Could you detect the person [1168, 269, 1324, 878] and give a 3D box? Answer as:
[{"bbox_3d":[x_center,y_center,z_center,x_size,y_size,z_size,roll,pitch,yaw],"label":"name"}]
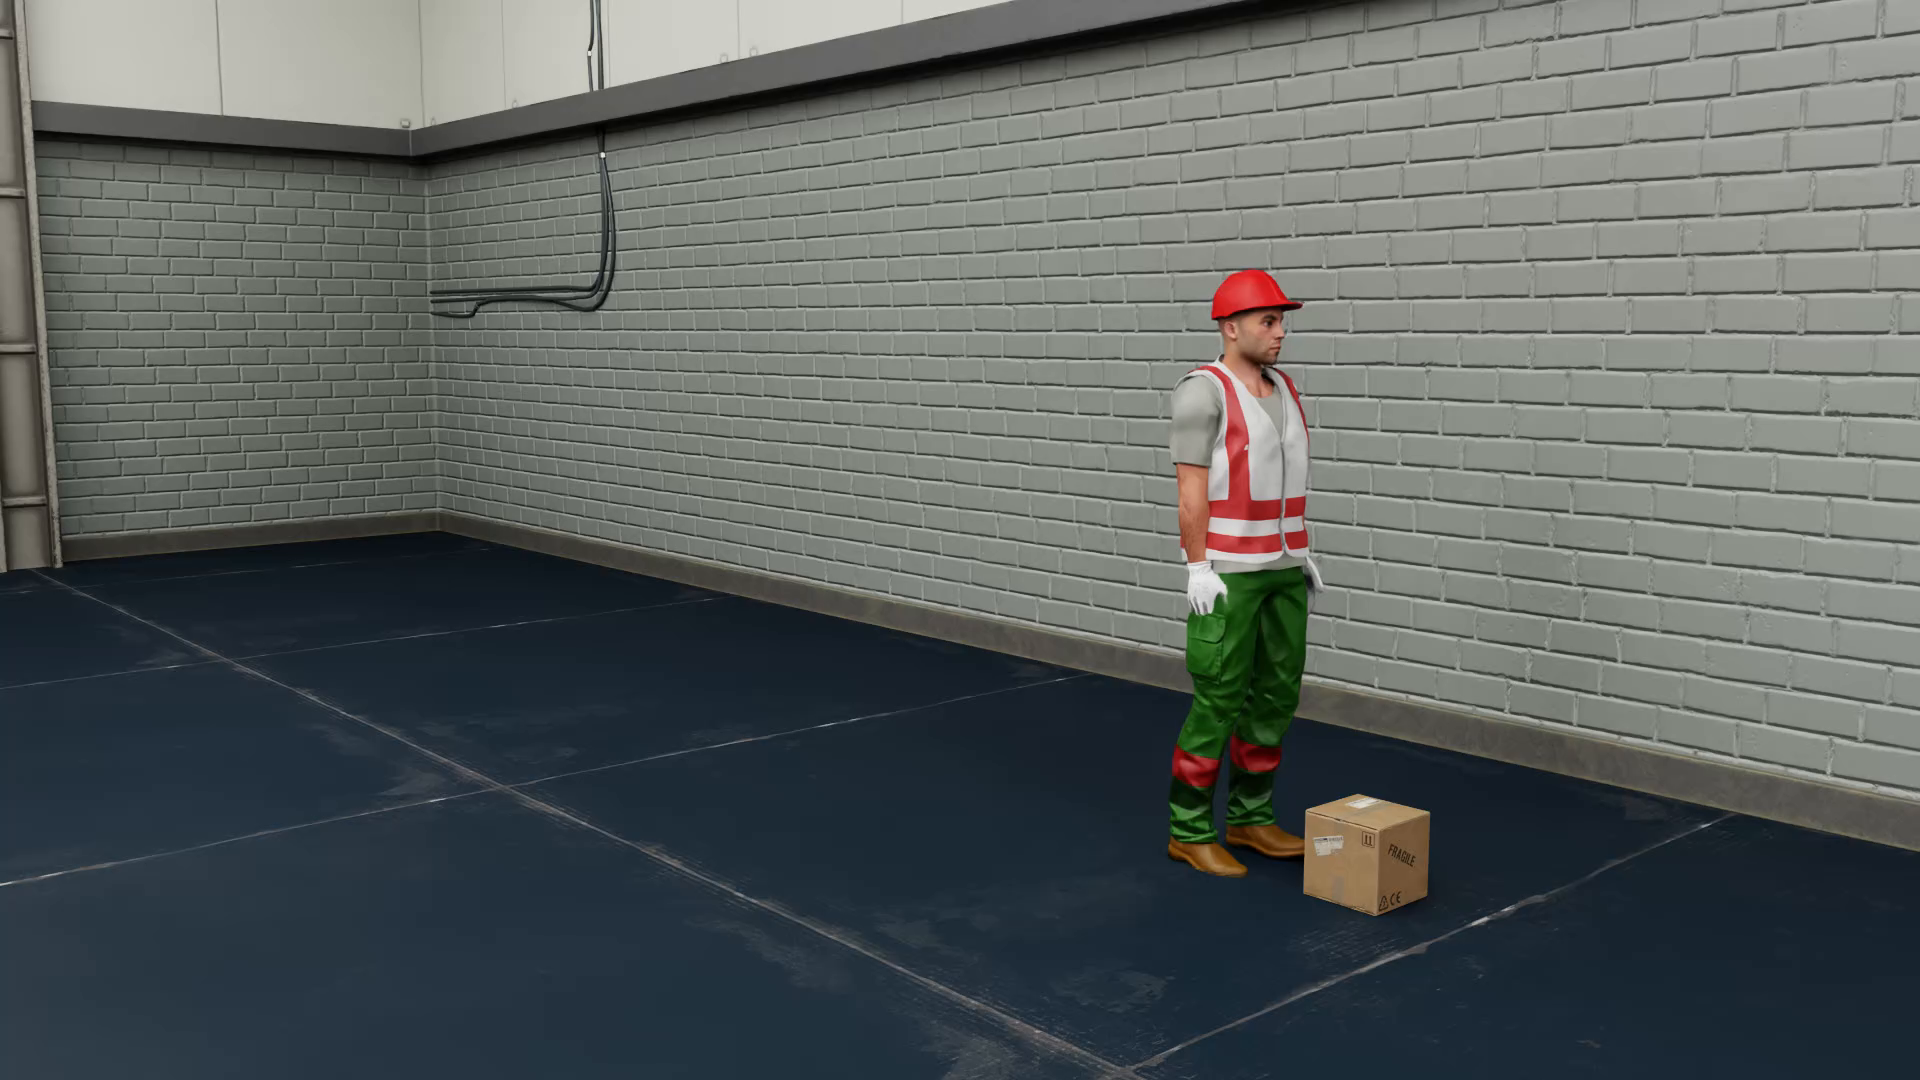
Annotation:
[{"bbox_3d":[0.868,0.099,5.006,0.524,1.805,0.343,-6,9,-39],"label":"person"}]
